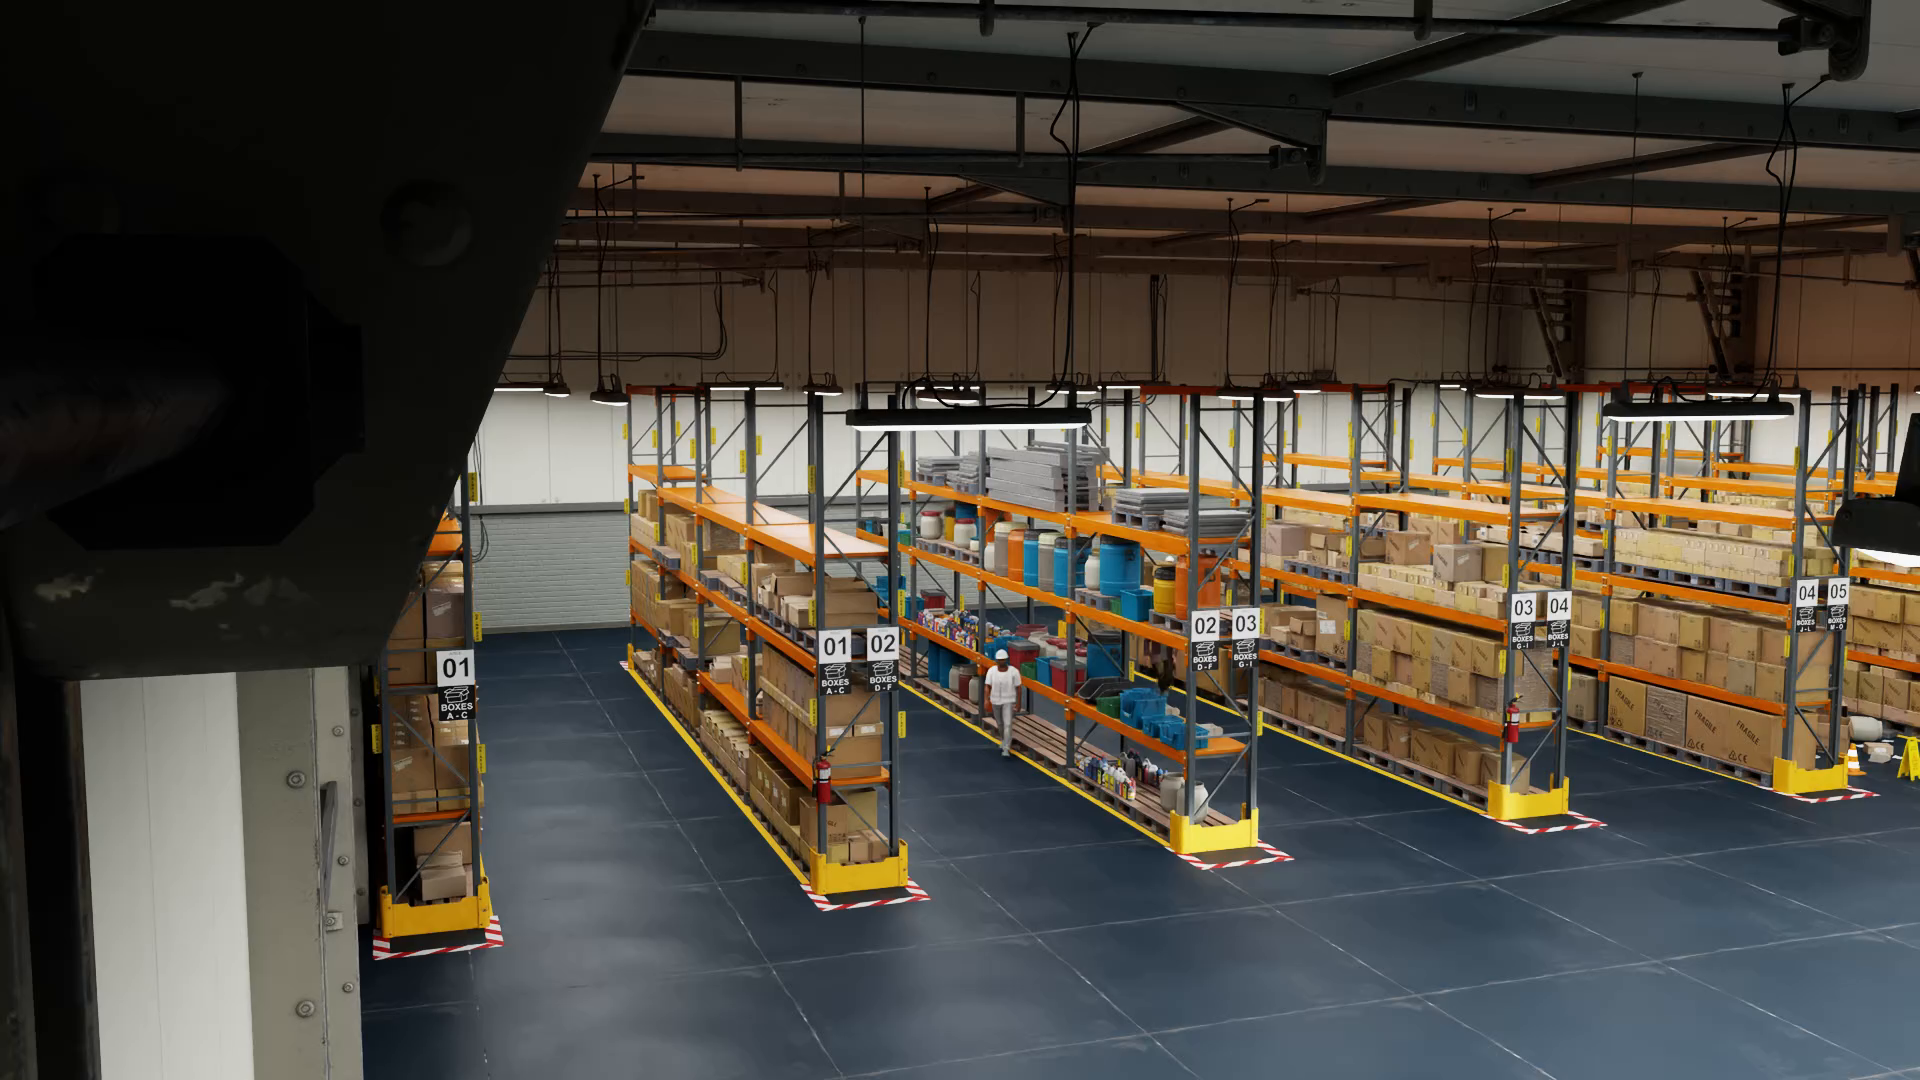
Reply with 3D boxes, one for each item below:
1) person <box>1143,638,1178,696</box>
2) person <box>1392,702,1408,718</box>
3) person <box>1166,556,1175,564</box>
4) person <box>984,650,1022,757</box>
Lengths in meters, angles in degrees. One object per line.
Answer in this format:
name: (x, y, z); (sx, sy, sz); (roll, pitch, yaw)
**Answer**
person: (3.737, 2.174, 30.945); (0.620, 1.700, 0.865); (-1, 6, -7)
person: (7.711, 2.497, 29.221); (0.577, 1.625, 0.539); (-1, 6, -8)
person: (5.223, 1.213, 41.488); (0.705, 1.683, 0.711); (-1, 6, -10)
person: (0.676, 2.647, 27.209); (0.584, 1.702, 1.049); (2, 6, 21)
